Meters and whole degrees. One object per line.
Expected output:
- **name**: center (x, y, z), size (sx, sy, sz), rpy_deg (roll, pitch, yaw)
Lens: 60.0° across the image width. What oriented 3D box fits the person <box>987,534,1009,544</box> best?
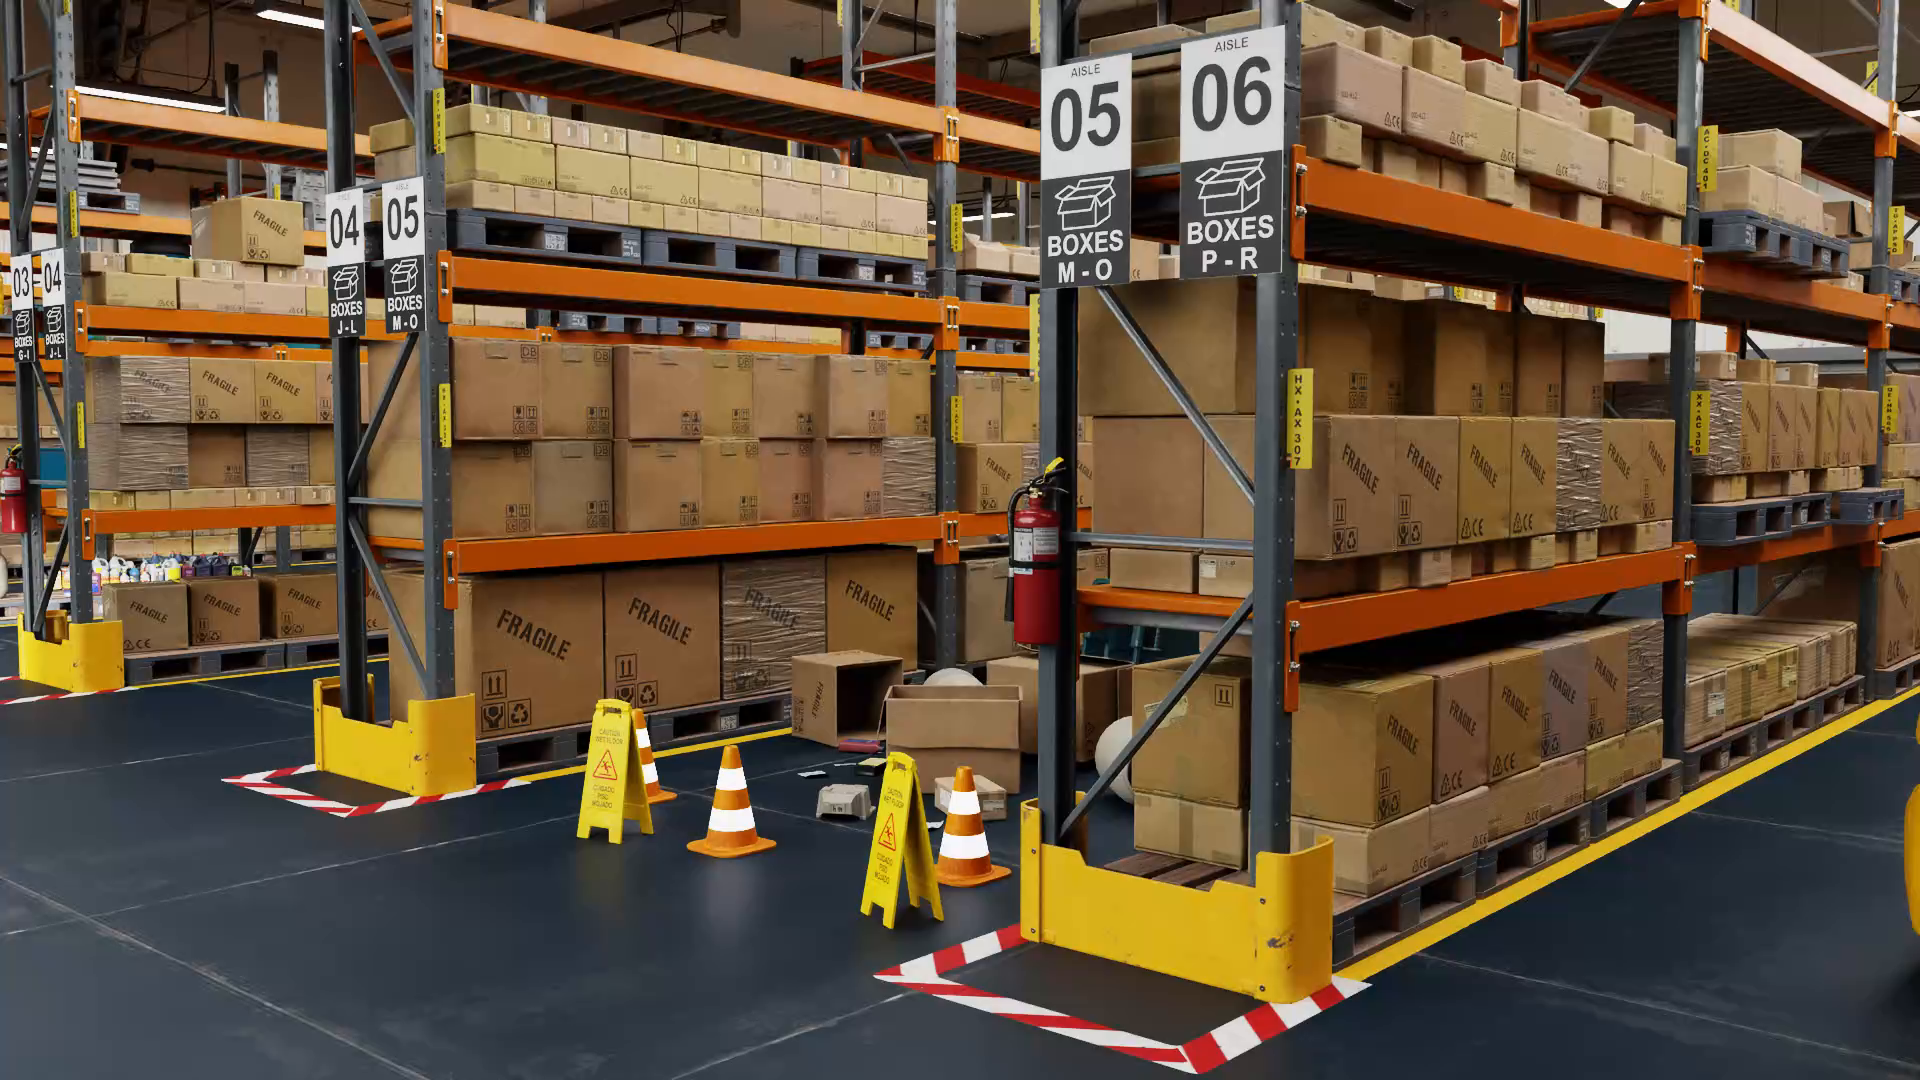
- **person**: center (0.471, -0.090, 18.113), size (0.460, 1.591, 0.346), rpy_deg (3, 5, 40)
